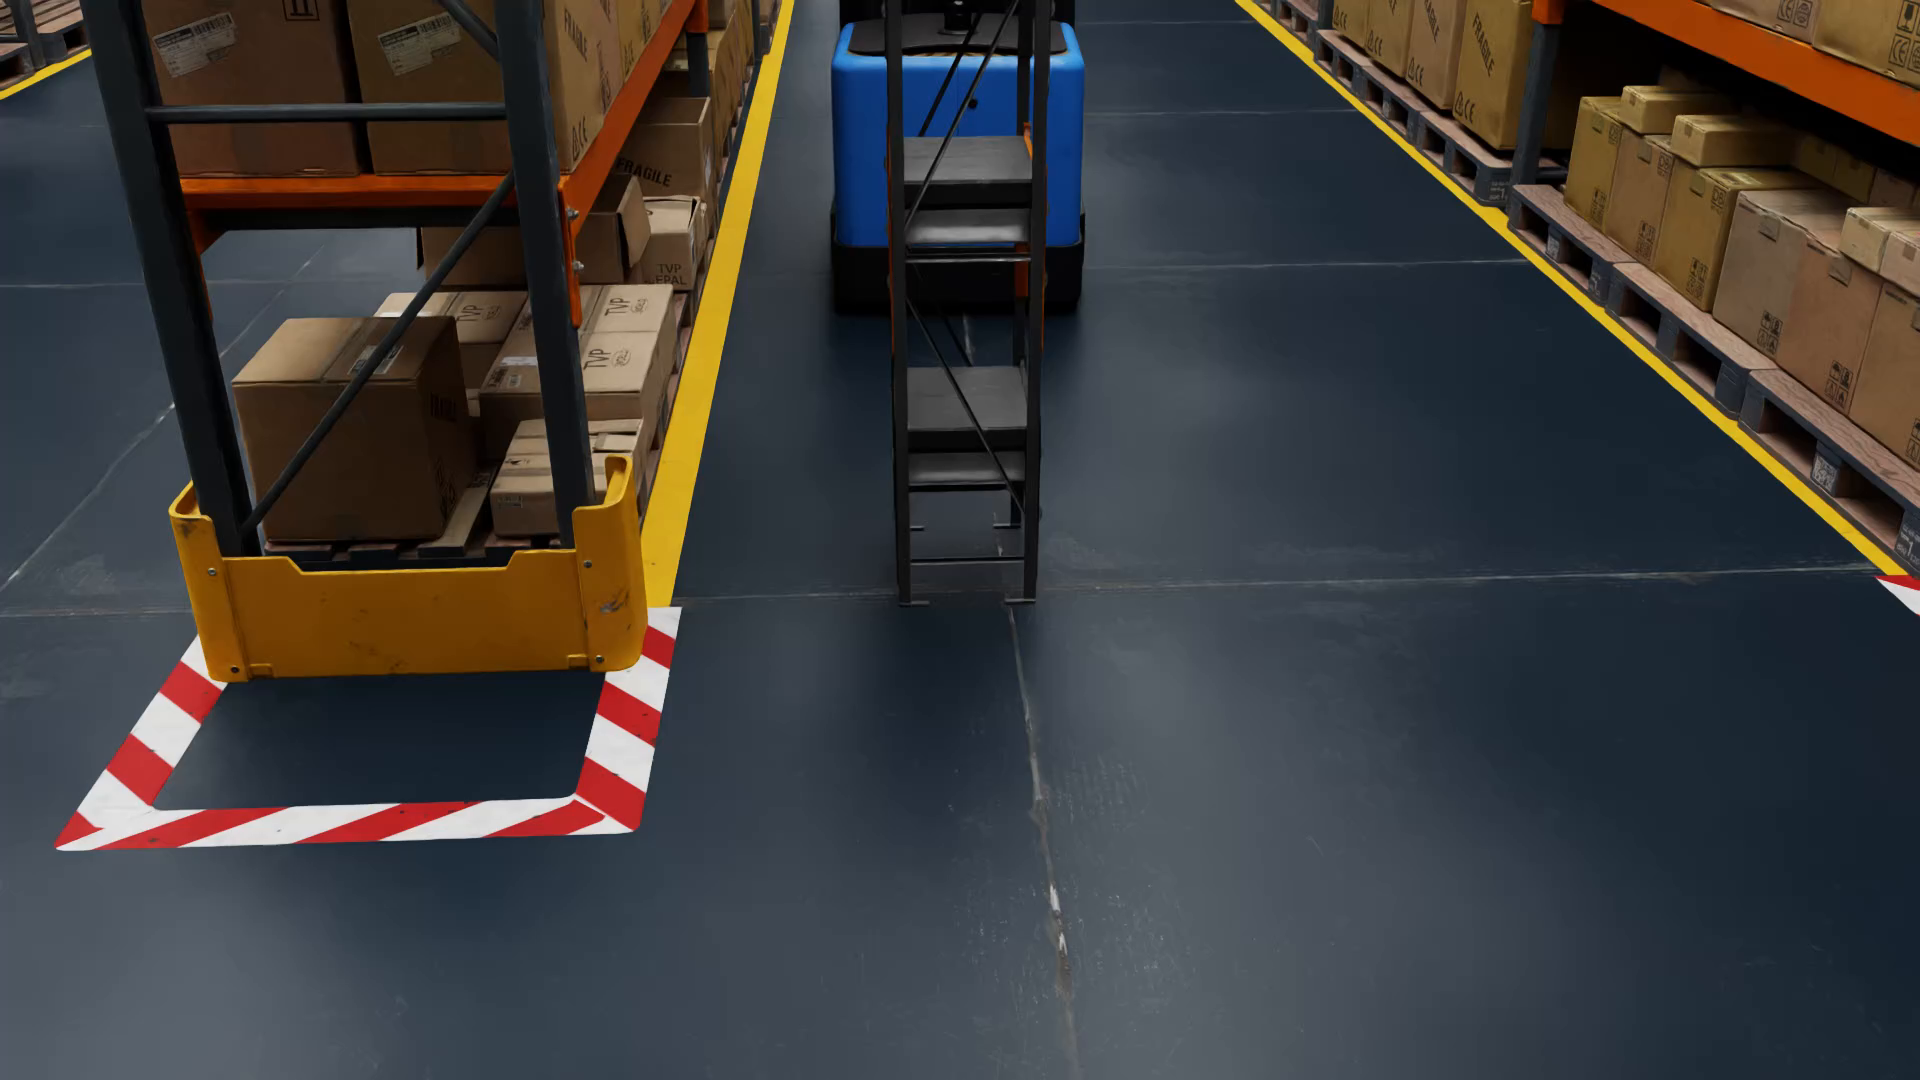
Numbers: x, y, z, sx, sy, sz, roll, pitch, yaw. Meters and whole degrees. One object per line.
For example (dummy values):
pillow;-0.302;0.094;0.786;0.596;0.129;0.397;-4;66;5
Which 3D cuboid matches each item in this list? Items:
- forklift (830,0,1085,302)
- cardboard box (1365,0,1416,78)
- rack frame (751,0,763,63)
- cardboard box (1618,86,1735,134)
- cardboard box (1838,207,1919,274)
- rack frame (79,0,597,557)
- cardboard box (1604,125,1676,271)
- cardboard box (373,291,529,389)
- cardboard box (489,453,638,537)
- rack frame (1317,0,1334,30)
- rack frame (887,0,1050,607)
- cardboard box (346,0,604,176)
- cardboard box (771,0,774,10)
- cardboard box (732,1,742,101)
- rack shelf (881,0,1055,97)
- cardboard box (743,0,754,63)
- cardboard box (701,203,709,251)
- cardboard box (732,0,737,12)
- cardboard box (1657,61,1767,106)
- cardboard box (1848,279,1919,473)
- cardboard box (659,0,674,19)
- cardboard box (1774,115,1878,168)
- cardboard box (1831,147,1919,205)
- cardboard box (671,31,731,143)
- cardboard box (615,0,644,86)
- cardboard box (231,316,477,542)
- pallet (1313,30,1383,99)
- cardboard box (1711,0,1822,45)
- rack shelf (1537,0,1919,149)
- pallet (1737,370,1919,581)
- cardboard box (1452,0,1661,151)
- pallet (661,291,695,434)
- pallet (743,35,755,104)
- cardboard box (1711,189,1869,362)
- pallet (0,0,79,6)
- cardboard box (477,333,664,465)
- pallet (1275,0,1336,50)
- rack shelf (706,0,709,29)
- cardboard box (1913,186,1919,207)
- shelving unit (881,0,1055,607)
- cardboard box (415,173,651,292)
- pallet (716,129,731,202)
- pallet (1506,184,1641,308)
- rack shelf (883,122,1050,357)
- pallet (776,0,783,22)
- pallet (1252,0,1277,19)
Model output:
forklift;-0.014;-2.942;7.721;1.130;2.935;3.031;0;28;0
cardboard box;2.999;-3.302;10.208;0.750;0.750;0.750;-2;28;-3
rack frame;-1.894;-4.695;11.009;1.000;3.000;0.127;-1;28;-3
cardboard box;3.034;-1.824;7.052;0.380;0.149;0.250;0;28;-1
cardboard box;3.131;-0.981;5.435;0.380;0.149;0.250;-1;28;-1
rack frame;-1.477;-1.001;3.925;1.000;3.000;0.127;-1;28;-3
cardboard box;3.221;-1.467;7.069;0.700;0.500;0.500;-2;28;-3
cardboard box;-1.771;-0.661;5.772;0.500;0.250;0.500;-1;28;-3
cardboard box;-1.155;-0.133;4.869;0.380;0.149;0.250;-1;28;-3
rack frame;3.052;-4.817;11.241;1.000;3.000;0.127;-1;28;-3
rack frame;0.021;-0.742;4.402;0.400;2.100;0.015;-1;28;-3
cardboard box;-1.236;-1.256;4.307;0.500;0.500;0.500;-1;28;-2
cardboard box;-1.655;-4.143;12.470;0.500;0.250;0.500;-2;28;-4
cardboard box;-1.551;-2.875;9.745;0.500;0.500;0.500;-2;28;-5
rack shelf;0.009;-1.463;4.300;0.431;0.518;0.480;-1;28;-3
cardboard box;-1.611;-3.356;10.668;0.500;0.500;0.500;0;28;-1
cardboard box;-1.293;-1.351;7.204;0.380;0.149;0.250;-1;28;-3
cardboard box;-1.546;-3.190;9.539;0.500;0.250;0.500;-2;28;-4
cardboard box;3.389;-2.059;7.501;0.380;0.149;0.250;-2;28;-3
cardboard box;3.334;-0.521;5.254;0.700;0.500;0.500;-1;28;-3
cardboard box;-1.346;-2.192;6.102;0.500;0.500;0.500;-1;28;-1
cardboard box;3.445;-1.577;6.578;0.380;0.149;0.250;-1;28;-2
cardboard box;3.472;-1.341;6.125;0.380;0.149;0.250;-1;28;-2
cardboard box;-1.506;-2.410;8.855;0.500;0.500;0.500;-1;28;-2
cardboard box;-1.292;-1.726;5.208;0.500;0.500;0.500;-1;28;-3
cardboard box;-1.751;-0.333;4.871;0.500;0.500;0.500;-1;28;-3
pallet;3.018;-3.214;11.185;1.003;0.211;1.213;-1;28;-3
cardboard box;3.354;-2.178;5.859;0.980;0.700;0.700;-3;28;-5
rack shelf;3.366;-1.727;6.095;1.077;0.370;4.000;-1;28;-3
pallet;3.350;-0.253;5.507;1.003;0.211;1.213;-1;28;-3
cardboard box;3.098;-2.499;8.669;0.750;0.750;0.750;-1;28;-2
pallet;-1.584;-0.730;6.421;1.003;0.211;1.213;-1;28;-3
pallet;-1.893;-3.113;10.991;1.003;0.211;1.213;-1;28;-3
cardboard box;3.281;-0.984;6.142;0.700;0.500;0.500;-2;28;-4
pallet;-6.903;-4.262;13.193;1.003;0.211;1.213;-1;28;-3
cardboard box;-1.248;-0.466;5.397;0.500;0.250;0.500;-1;28;-3
pallet;3.013;-3.941;12.578;1.003;0.211;1.213;-1;28;-3
rack shelf;-1.790;-3.453;9.404;1.077;0.370;4.000;-1;28;-3
cardboard box;3.500;-1.105;5.673;0.380;0.149;0.250;-1;28;-2
shelving unit;0.009;-0.855;4.618;0.431;2.100;0.503;-1;28;-3
cardboard box;-1.582;-1.069;6.279;0.797;0.503;0.637;-1;28;-3
pallet;-1.766;-1.986;8.830;1.003;0.211;1.213;-1;28;-3
pallet;3.223;-1.380;7.667;1.003;0.211;1.213;-1;28;-3
rack shelf;0.009;-0.842;4.624;0.431;0.518;0.480;-1;28;-3
pallet;-1.959;-4.402;13.462;1.003;0.211;1.213;-1;28;-3
pallet;2.952;-4.503;13.656;1.003;0.211;1.213;-1;28;-3
